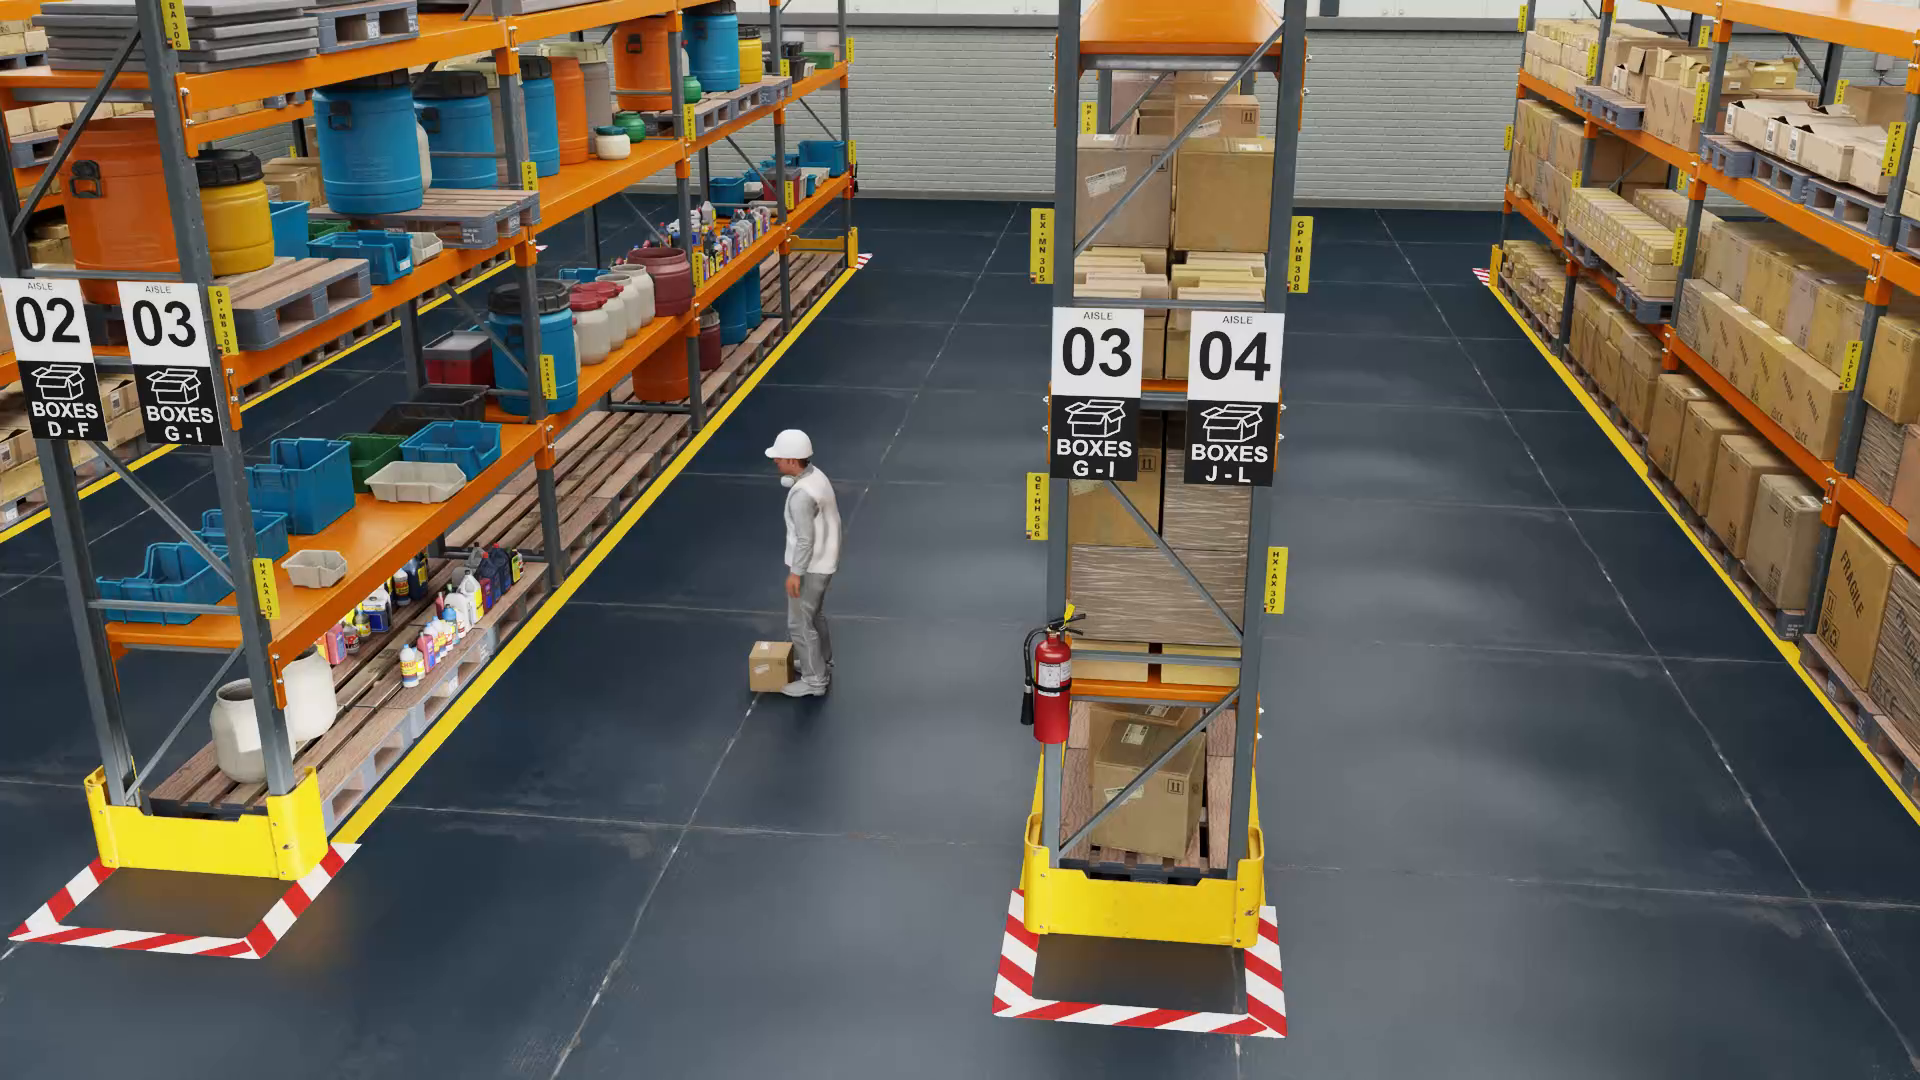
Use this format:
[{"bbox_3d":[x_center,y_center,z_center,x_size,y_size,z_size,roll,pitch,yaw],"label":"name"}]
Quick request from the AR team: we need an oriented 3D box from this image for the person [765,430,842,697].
[{"bbox_3d":[-0.987,0.138,10.685,0.459,1.773,0.590,2,21,4],"label":"person"}]
